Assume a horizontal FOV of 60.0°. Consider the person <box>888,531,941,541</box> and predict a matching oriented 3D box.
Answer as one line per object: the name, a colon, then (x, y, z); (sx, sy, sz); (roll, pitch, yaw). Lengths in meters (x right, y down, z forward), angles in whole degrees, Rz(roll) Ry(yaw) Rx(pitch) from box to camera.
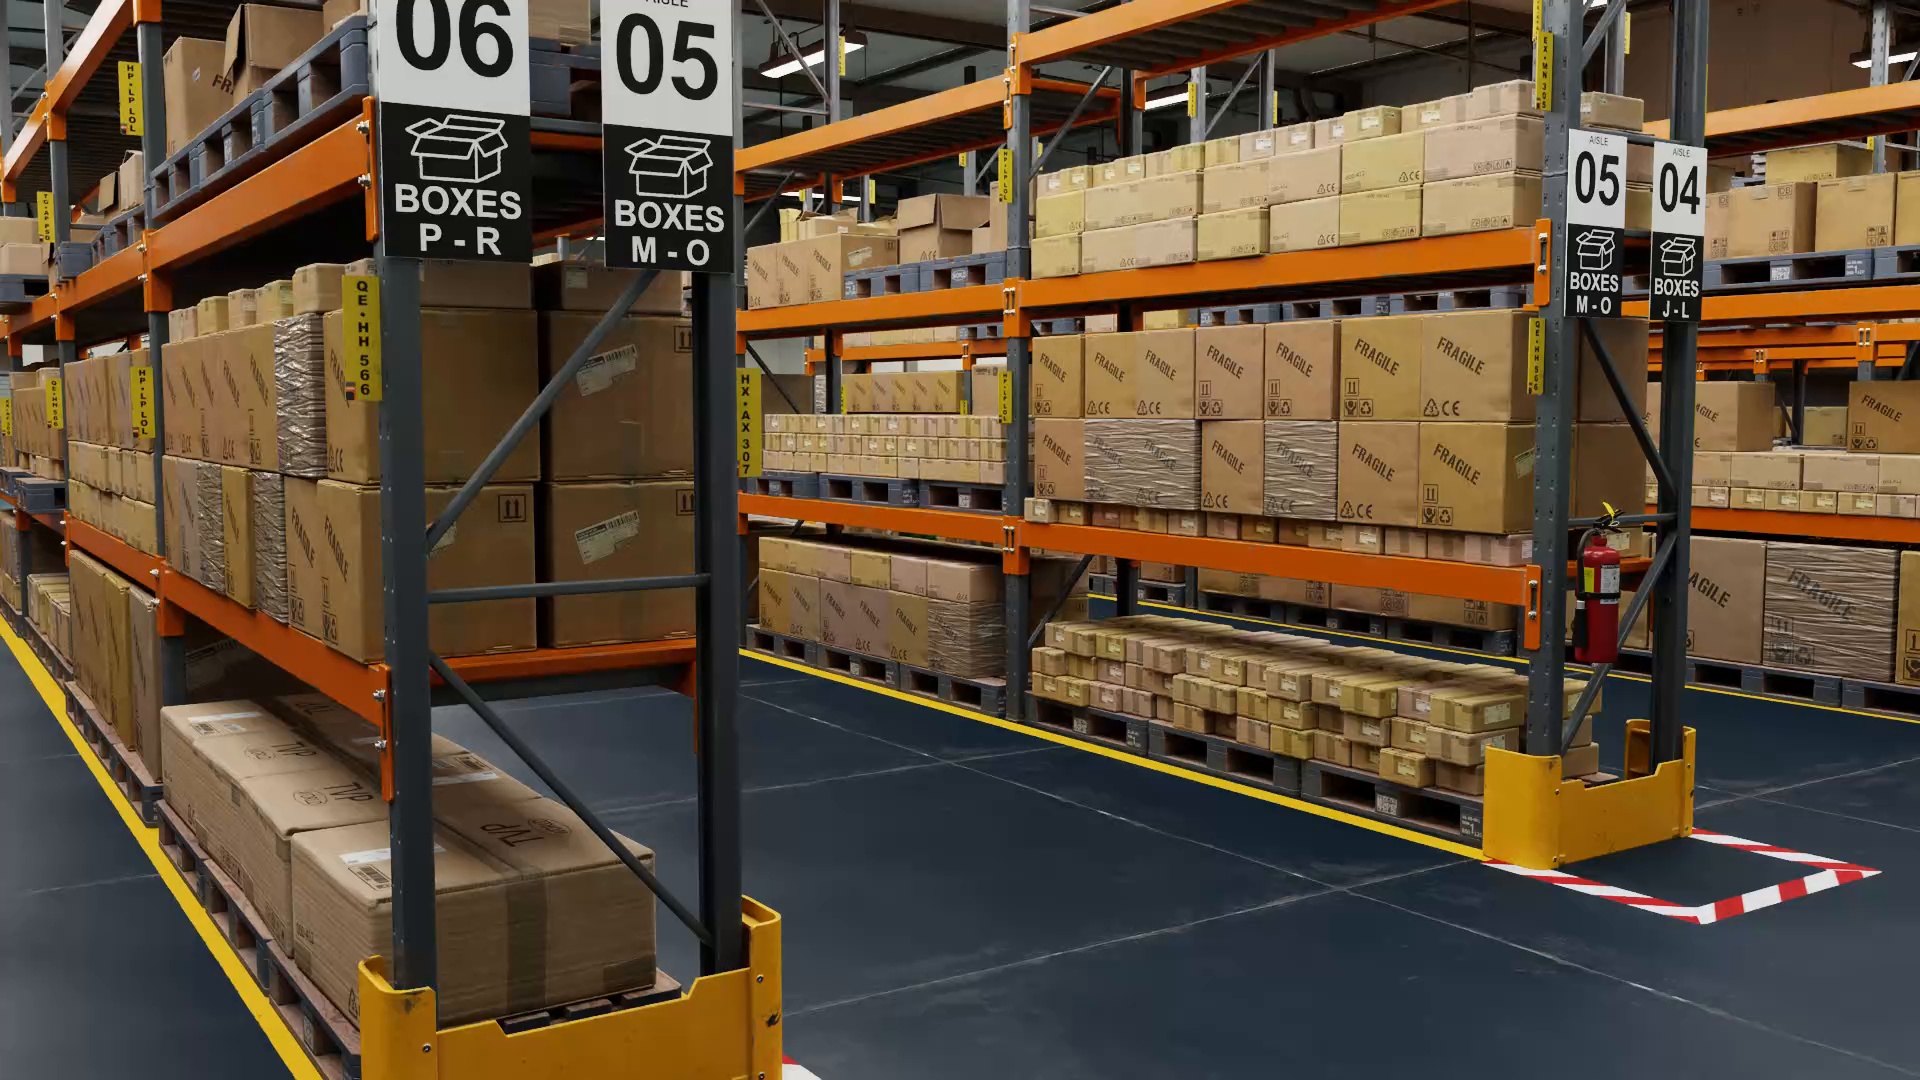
person: (-0.410, -0.111, 15.547); (0.611, 1.779, 0.455); (-3, 6, -35)
